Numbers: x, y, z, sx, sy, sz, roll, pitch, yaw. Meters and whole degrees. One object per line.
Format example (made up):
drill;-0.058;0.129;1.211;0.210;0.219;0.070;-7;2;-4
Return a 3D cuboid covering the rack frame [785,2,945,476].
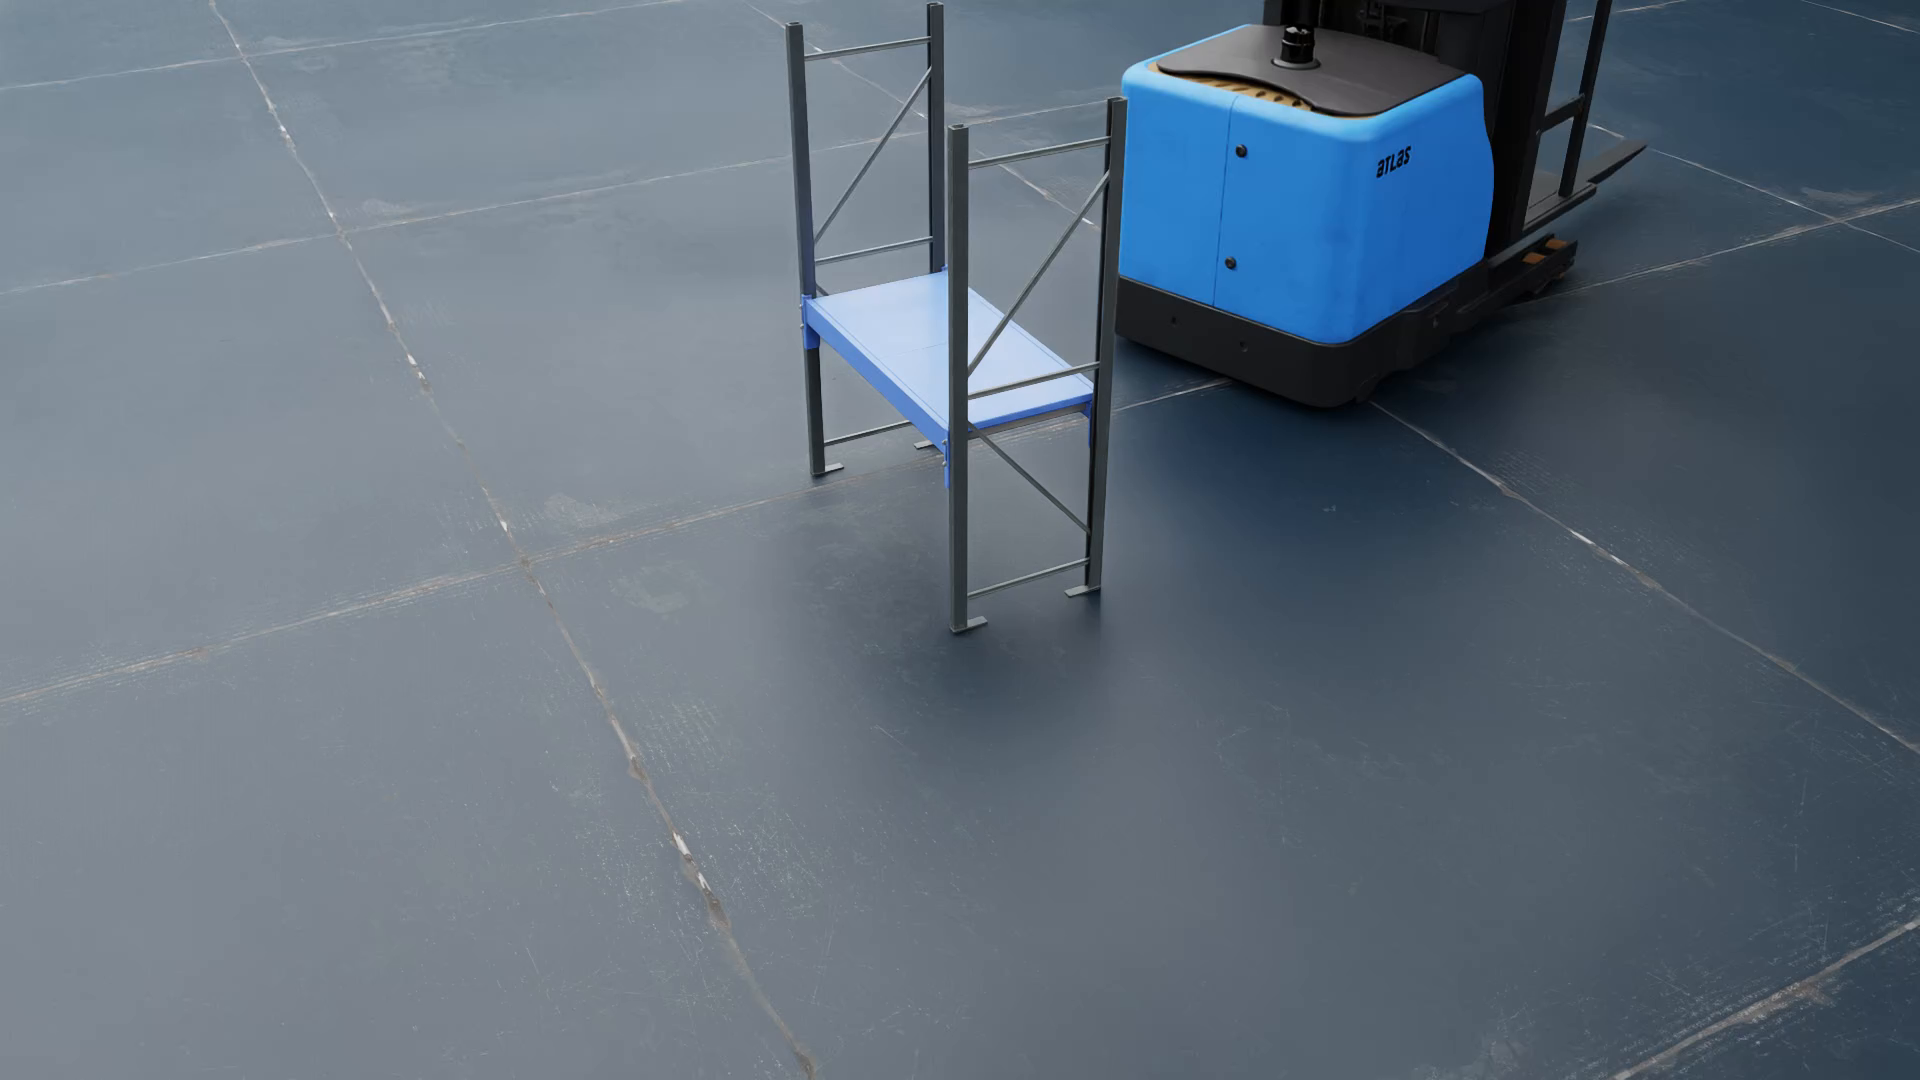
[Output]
rack frame;-0.277;-0.915;5.288;0.500;1.500;0.032;-16;36;-23

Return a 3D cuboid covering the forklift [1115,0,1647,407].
forklift;1.922;-2.409;6.294;1.130;2.935;3.031;26;41;35

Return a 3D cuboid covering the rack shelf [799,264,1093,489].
rack shelf;-0.040;-0.521;5.006;0.538;0.185;1.000;-16;36;-23

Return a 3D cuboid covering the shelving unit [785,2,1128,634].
shelving unit;-0.040;-0.672;4.909;0.538;1.500;1.048;-16;36;-23

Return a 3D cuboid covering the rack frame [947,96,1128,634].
rack frame;0.197;-0.430;4.530;0.500;1.500;0.032;-16;36;-23
